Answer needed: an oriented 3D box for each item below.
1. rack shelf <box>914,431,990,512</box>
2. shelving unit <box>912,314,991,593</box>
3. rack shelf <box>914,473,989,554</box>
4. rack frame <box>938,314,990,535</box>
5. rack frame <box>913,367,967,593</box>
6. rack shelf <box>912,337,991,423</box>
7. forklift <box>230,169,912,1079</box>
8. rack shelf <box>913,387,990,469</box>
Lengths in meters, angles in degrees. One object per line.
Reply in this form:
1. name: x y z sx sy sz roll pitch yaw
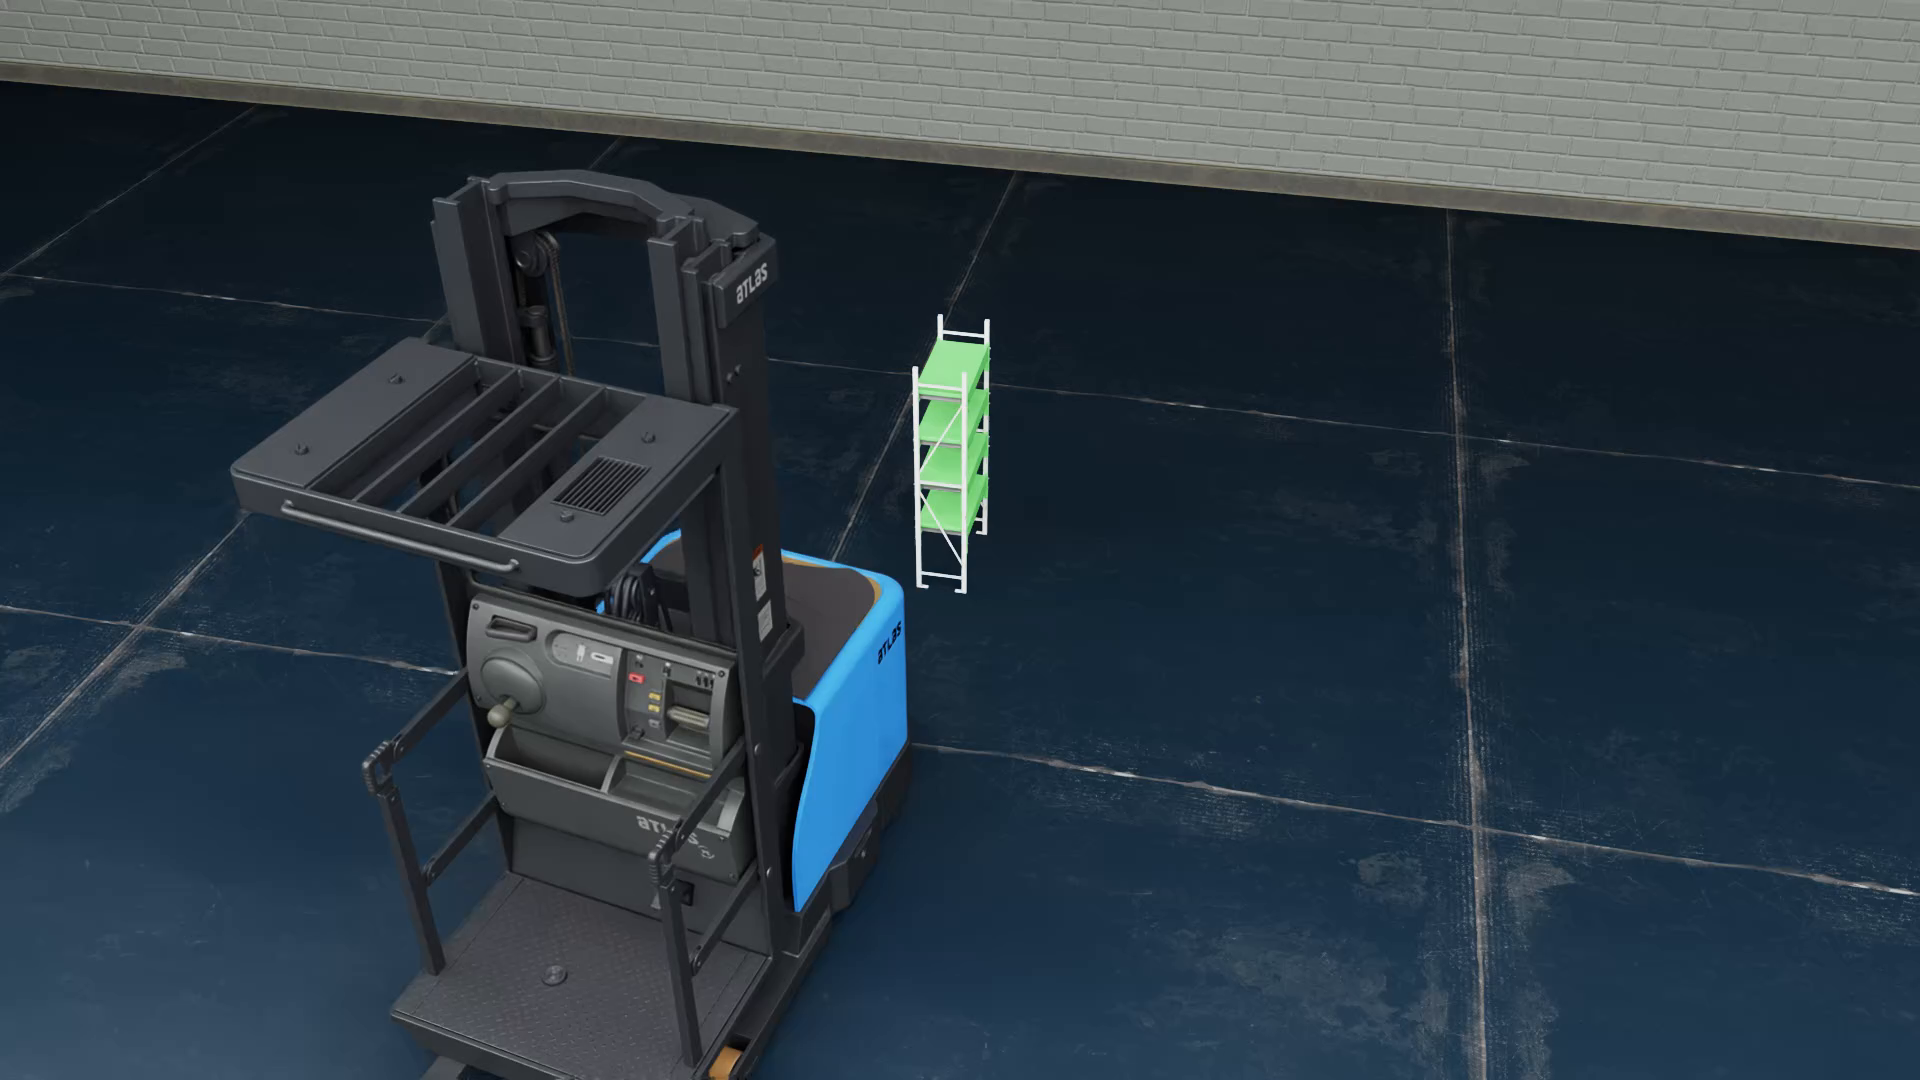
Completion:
1. rack shelf: -0.035 -0.339 7.804 0.258 0.148 0.480 7 37 10
2. shelving unit: -0.035 -0.391 7.767 0.258 1.200 0.503 7 37 10
3. rack shelf: -0.035 -0.145 7.945 0.258 0.148 0.480 7 37 10
4. rack frame: 0.017 -0.531 7.960 0.240 1.200 0.015 7 37 10
5. rack frame: -0.087 -0.251 7.574 0.240 1.200 0.015 7 37 10
6. rack shelf: -0.035 -0.728 7.523 0.258 0.148 0.480 7 37 10
7. forklift: -1.214 0.522 5.032 1.130 2.935 3.031 13 38 18
8. rack shelf: -0.035 -0.534 7.664 0.258 0.148 0.480 7 37 10
